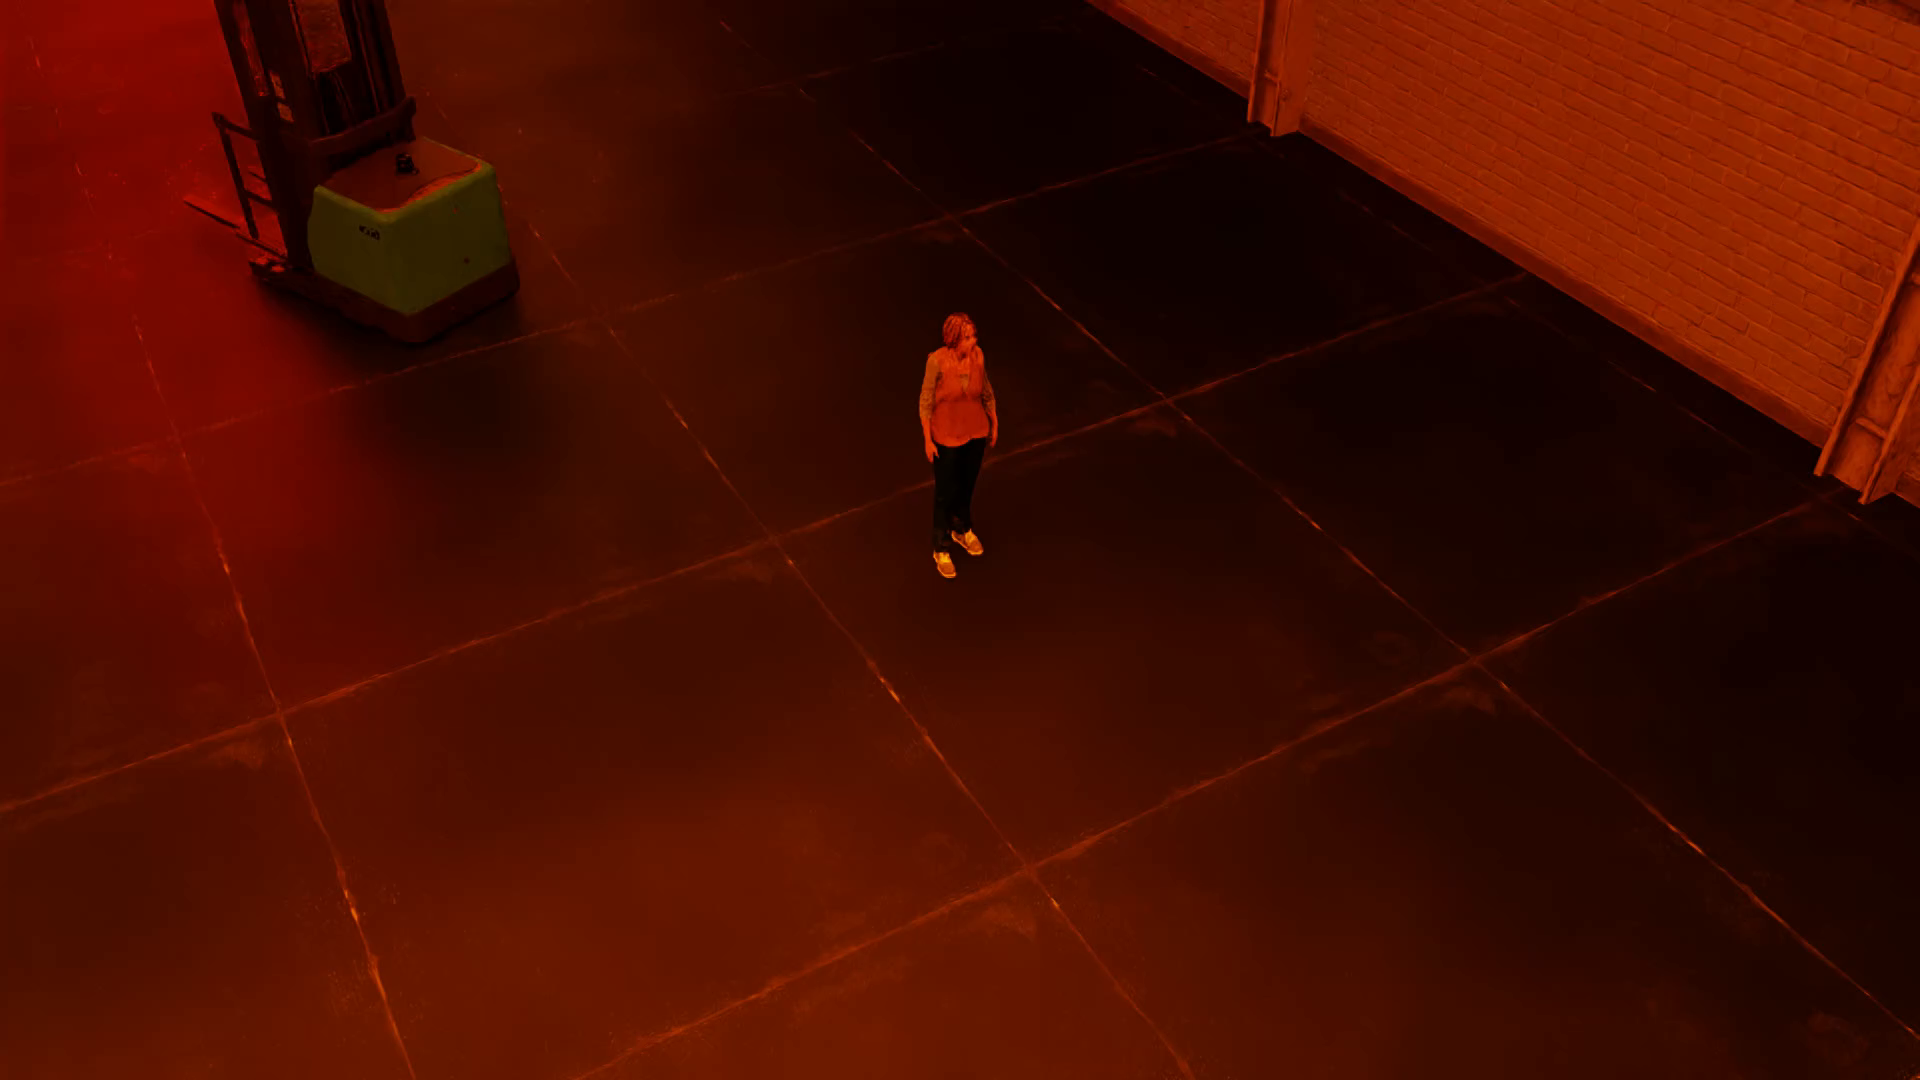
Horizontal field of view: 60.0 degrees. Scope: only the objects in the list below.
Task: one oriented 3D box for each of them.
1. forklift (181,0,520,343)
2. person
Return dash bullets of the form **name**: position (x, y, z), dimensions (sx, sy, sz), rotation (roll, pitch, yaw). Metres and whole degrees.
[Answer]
- **forklift**: position (-4.805, -3.296, 12.011), dimensions (3.031, 2.935, 1.130), rotation (25, 46, 27)
- **person**: position (0.025, -0.573, 9.764), dimensions (0.520, 1.594, 0.474), rotation (-20, 44, -23)
